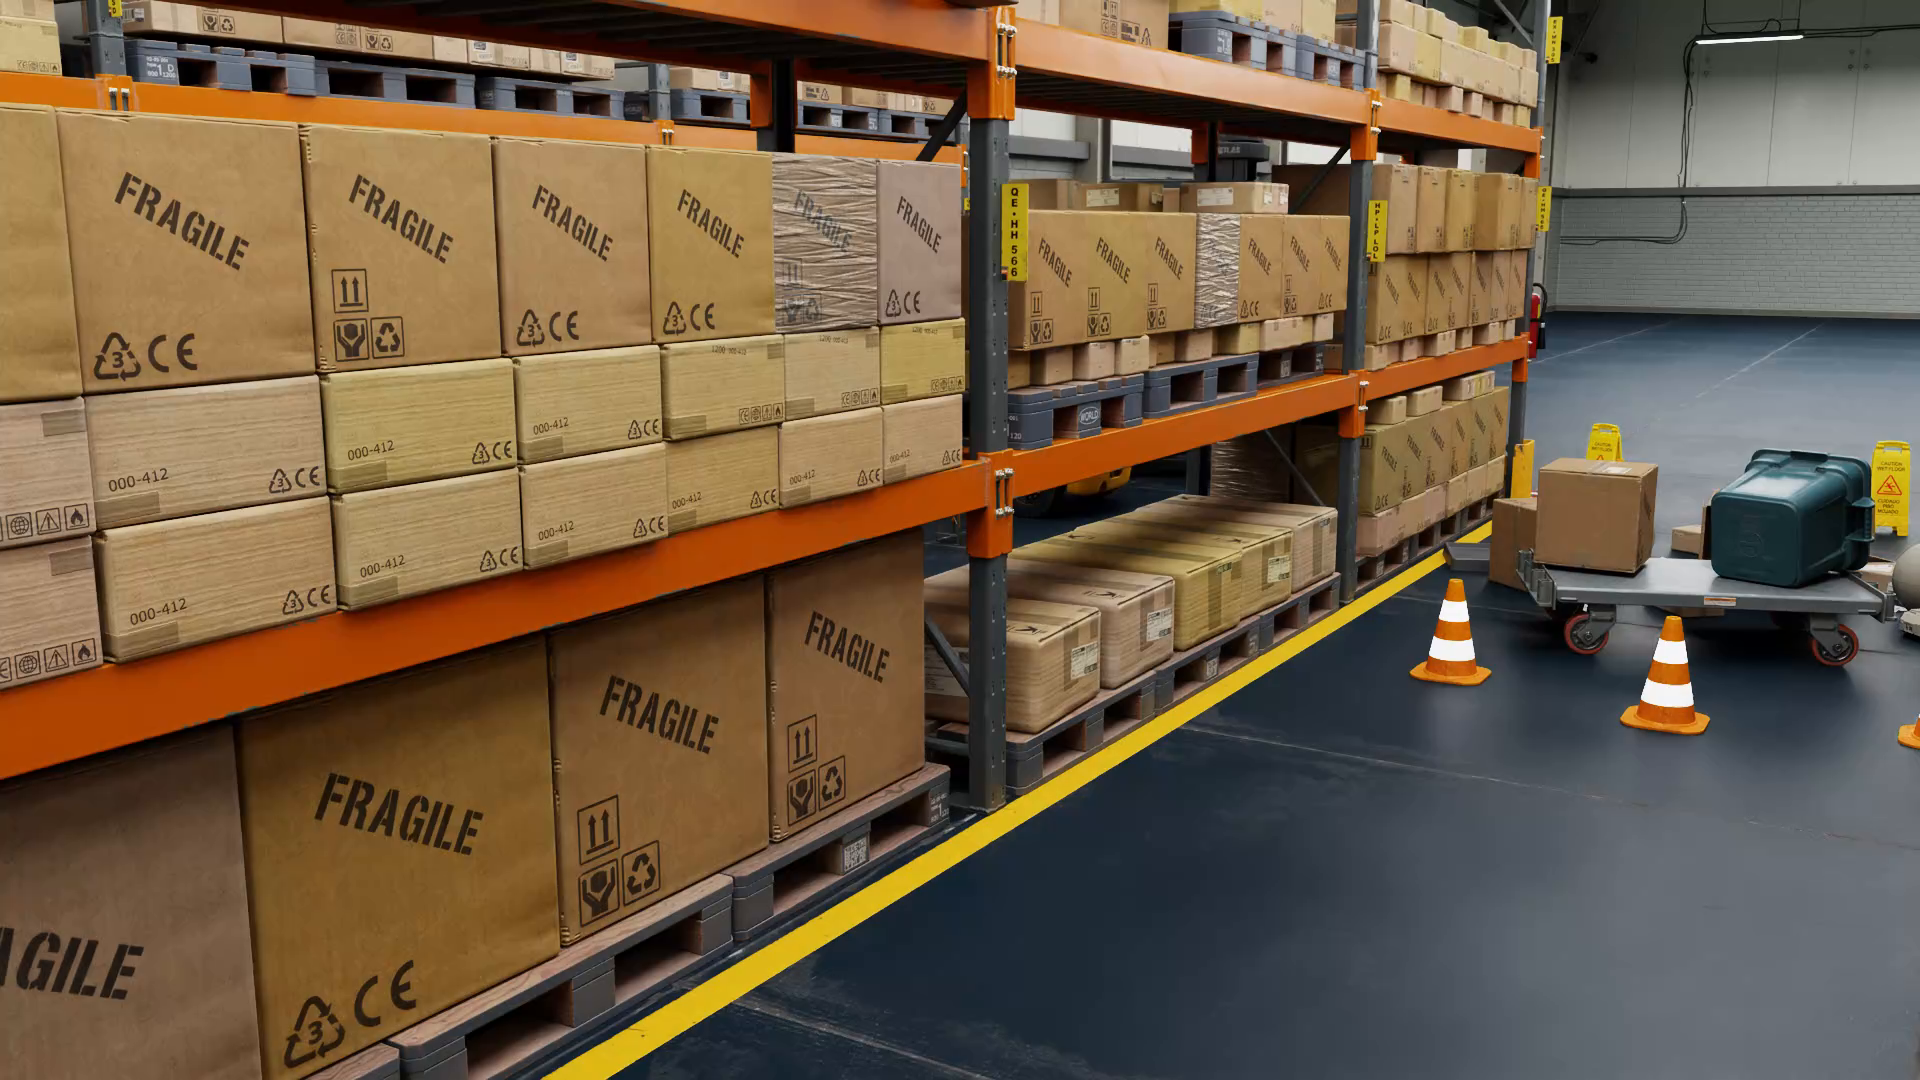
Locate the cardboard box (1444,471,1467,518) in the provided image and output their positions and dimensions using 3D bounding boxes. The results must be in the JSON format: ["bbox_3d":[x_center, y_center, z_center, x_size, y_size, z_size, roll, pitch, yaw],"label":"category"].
[{"bbox_3d":[3.132,-0.328,11.301,0.500,0.250,0.500,6,12,29],"label":"cardboard box"}]

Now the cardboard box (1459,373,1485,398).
[{"bbox_3d":[3.405,-1.078,11.504,0.380,0.149,0.250,7,12,32],"label":"cardboard box"}]

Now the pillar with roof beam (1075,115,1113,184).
[{"bbox_3d":[5.283,-5.721,17.473,9.100,9.000,0.400,6,12,31],"label":"pillar with roof beam"}]

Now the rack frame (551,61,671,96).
[{"bbox_3d":[-2.457,-4.583,11.394,1.000,3.000,0.127,6,12,31],"label":"rack frame"}]

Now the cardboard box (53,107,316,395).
[{"bbox_3d":[-1.651,-0.567,3.259,0.500,0.500,0.500,6,12,30],"label":"cardboard box"}]

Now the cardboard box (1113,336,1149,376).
[{"bbox_3d":[0.556,-0.769,6.866,0.380,0.149,0.250,6,12,31],"label":"cardboard box"}]

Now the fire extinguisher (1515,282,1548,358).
[{"bbox_3d":[4.318,-1.726,12.645,0.296,0.674,0.183,6,12,31],"label":"fire extinguisher"}]

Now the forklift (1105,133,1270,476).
[{"bbox_3d":[1.794,-2.076,14.494,3.031,2.935,1.130,3,11,16],"label":"forklift"}]

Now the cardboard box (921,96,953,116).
[{"bbox_3d":[-0.401,-3.949,14.477,0.500,0.500,0.500,7,13,33],"label":"cardboard box"}]

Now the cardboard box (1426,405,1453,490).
[{"bbox_3d":[2.863,-0.618,10.810,0.500,0.500,0.500,7,13,34],"label":"cardboard box"}]

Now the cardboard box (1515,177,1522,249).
[{"bbox_3d":[3.517,-2.296,11.686,0.700,0.500,0.500,7,12,31],"label":"cardboard box"}]

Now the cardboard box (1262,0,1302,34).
[{"bbox_3d":[1.341,-2.583,8.128,0.500,0.250,0.500,7,12,31],"label":"cardboard box"}]

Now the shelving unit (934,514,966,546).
[{"bbox_3d":[-0.028,-0.508,11.227,0.215,1.050,0.252,6,12,31],"label":"shelving unit"}]

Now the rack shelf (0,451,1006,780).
[{"bbox_3d":[-1.327,0.137,4.442,1.077,0.370,4.000,6,12,31],"label":"rack shelf"}]

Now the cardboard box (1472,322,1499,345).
[{"bbox_3d":[3.557,-1.455,11.671,0.380,0.149,0.250,7,12,32],"label":"cardboard box"}]

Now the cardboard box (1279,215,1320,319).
[{"bbox_3d":[1.488,-1.390,8.419,0.500,0.500,0.500,6,12,31],"label":"cardboard box"}]

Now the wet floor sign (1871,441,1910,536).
[{"bbox_3d":[6.470,-0.369,11.587,0.267,0.644,0.232,4,11,21],"label":"wet floor sign"}]

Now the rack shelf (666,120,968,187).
[{"bbox_3d":[-1.418,-3.070,13.417,1.077,0.370,4.000,6,12,31],"label":"rack shelf"}]

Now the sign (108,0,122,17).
[{"bbox_3d":[-4.071,-2.681,7.984,0.100,0.325,0.005,6,12,31],"label":"sign"}]

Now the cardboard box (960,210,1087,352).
[{"bbox_3d":[0.142,-0.982,6.241,0.500,0.500,0.500,6,12,29],"label":"cardboard box"}]

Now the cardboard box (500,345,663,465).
[{"bbox_3d":[-1.104,-0.358,4.178,0.500,0.250,0.500,6,12,29],"label":"cardboard box"}]

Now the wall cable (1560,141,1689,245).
[{"bbox_3d":[16.723,-8.718,41.917,3.097,2.526,0.112,6,12,31],"label":"wall cable"}]

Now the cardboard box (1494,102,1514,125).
[{"bbox_3d":[3.650,-2.977,11.650,0.380,0.149,0.250,7,13,32],"label":"cardboard box"}]

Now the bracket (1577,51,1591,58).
[{"bbox_3d":[15.506,-11.987,41.163,0.076,0.066,3.189,6,12,31],"label":"bracket"}]

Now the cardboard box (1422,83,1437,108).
[{"bbox_3d":[2.689,-2.699,10.165,0.380,0.149,0.250,6,12,29],"label":"cardboard box"}]

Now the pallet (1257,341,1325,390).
[{"bbox_3d":[1.267,-0.960,8.866,1.003,0.211,1.213,6,12,31],"label":"pallet"}]

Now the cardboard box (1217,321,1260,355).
[{"bbox_3d":[1.215,-0.977,7.978,0.380,0.149,0.250,6,12,31],"label":"cardboard box"}]

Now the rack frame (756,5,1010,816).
[{"bbox_3d":[-0.289,-0.531,6.056,1.000,3.000,0.127,6,12,31],"label":"rack frame"}]

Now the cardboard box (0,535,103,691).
[{"bbox_3d":[-1.912,0.127,2.944,0.500,0.250,0.500,6,12,29],"label":"cardboard box"}]

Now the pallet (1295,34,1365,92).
[{"bbox_3d":[1.376,-2.456,8.693,1.213,0.211,1.003,6,12,31],"label":"pallet"}]

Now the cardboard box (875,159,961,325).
[{"bbox_3d":[-0.334,-0.966,5.387,0.500,0.500,0.500,6,12,29],"label":"cardboard box"}]

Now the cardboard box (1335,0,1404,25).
[{"bbox_3d":[2.230,-2.922,9.188,0.380,0.149,0.250,6,12,30],"label":"cardboard box"}]

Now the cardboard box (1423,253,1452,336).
[{"bbox_3d":[2.767,-1.557,10.456,0.500,0.500,0.500,6,12,30],"label":"cardboard box"}]

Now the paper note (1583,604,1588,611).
[{"bbox_3d":[3.521,0.378,9.264,0.148,0.019,0.142,6,12,31],"label":"paper note"}]

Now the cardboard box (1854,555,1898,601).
[{"bbox_3d":[5.389,0.194,9.611,0.396,0.266,0.258,9,14,40],"label":"cardboard box"}]

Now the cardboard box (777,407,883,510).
[{"bbox_3d":[-0.581,-0.272,5.075,0.500,0.250,0.500,7,12,32],"label":"cardboard box"}]

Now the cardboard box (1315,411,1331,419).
[{"bbox_3d":[2.128,-0.583,10.624,0.500,0.500,0.500,7,12,32],"label":"cardboard box"}]

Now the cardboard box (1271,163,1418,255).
[{"bbox_3d":[2.201,-1.896,9.547,0.700,0.500,0.500,6,12,30],"label":"cardboard box"}]

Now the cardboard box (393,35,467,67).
[{"bbox_3d":[-3.168,-2.917,9.919,0.380,0.149,0.250,6,12,30],"label":"cardboard box"}]

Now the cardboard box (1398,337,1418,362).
[{"bbox_3d":[2.582,-1.181,10.208,0.380,0.149,0.250,7,13,32],"label":"cardboard box"}]

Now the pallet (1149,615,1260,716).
[{"bbox_3d":[0.752,0.525,7.989,1.003,0.211,1.213,6,12,31],"label":"pallet"}]

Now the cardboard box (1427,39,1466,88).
[{"bbox_3d":[2.781,-2.910,10.209,0.500,0.250,0.500,7,12,31],"label":"cardboard box"}]

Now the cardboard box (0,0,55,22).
[{"bbox_3d":[-4.512,-2.523,7.866,0.380,0.149,0.250,7,13,32],"label":"cardboard box"}]

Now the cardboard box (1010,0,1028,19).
[{"bbox_3d":[0.020,-1.916,5.981,0.380,0.149,0.250,6,12,31],"label":"cardboard box"}]

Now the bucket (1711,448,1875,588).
[{"bbox_3d":[4.171,-0.083,8.427,0.620,0.611,0.726,-20,21,-35],"label":"bucket"}]

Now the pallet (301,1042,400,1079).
[{"bbox_3d":[-2.030,1.340,3.639,1.003,0.211,1.213,6,12,31],"label":"pallet"}]

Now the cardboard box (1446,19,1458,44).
[{"bbox_3d":[2.860,-3.132,10.310,0.380,0.149,0.250,6,12,30],"label":"cardboard box"}]

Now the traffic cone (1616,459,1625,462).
[{"bbox_3d":[4.744,-0.352,11.991,0.336,0.463,0.334,6,12,31],"label":"traffic cone"}]

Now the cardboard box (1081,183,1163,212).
[{"bbox_3d":[0.765,-1.660,8.102,0.380,0.149,0.250,7,13,34],"label":"cardboard box"}]

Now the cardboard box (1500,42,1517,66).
[{"bbox_3d":[3.658,-3.372,11.595,0.380,0.149,0.250,6,12,30],"label":"cardboard box"}]

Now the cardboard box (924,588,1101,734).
[{"bbox_3d":[0.013,0.466,6.729,0.950,0.372,0.625,5,12,27],"label":"cardboard box"}]

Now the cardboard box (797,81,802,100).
[{"bbox_3d":[-1.426,-3.502,12.727,0.396,0.266,0.258,6,12,29],"label":"cardboard box"}]

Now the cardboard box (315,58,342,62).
[{"bbox_3d":[-3.865,-2.899,9.775,0.380,0.166,0.250,6,12,31],"label":"cardboard box"}]
